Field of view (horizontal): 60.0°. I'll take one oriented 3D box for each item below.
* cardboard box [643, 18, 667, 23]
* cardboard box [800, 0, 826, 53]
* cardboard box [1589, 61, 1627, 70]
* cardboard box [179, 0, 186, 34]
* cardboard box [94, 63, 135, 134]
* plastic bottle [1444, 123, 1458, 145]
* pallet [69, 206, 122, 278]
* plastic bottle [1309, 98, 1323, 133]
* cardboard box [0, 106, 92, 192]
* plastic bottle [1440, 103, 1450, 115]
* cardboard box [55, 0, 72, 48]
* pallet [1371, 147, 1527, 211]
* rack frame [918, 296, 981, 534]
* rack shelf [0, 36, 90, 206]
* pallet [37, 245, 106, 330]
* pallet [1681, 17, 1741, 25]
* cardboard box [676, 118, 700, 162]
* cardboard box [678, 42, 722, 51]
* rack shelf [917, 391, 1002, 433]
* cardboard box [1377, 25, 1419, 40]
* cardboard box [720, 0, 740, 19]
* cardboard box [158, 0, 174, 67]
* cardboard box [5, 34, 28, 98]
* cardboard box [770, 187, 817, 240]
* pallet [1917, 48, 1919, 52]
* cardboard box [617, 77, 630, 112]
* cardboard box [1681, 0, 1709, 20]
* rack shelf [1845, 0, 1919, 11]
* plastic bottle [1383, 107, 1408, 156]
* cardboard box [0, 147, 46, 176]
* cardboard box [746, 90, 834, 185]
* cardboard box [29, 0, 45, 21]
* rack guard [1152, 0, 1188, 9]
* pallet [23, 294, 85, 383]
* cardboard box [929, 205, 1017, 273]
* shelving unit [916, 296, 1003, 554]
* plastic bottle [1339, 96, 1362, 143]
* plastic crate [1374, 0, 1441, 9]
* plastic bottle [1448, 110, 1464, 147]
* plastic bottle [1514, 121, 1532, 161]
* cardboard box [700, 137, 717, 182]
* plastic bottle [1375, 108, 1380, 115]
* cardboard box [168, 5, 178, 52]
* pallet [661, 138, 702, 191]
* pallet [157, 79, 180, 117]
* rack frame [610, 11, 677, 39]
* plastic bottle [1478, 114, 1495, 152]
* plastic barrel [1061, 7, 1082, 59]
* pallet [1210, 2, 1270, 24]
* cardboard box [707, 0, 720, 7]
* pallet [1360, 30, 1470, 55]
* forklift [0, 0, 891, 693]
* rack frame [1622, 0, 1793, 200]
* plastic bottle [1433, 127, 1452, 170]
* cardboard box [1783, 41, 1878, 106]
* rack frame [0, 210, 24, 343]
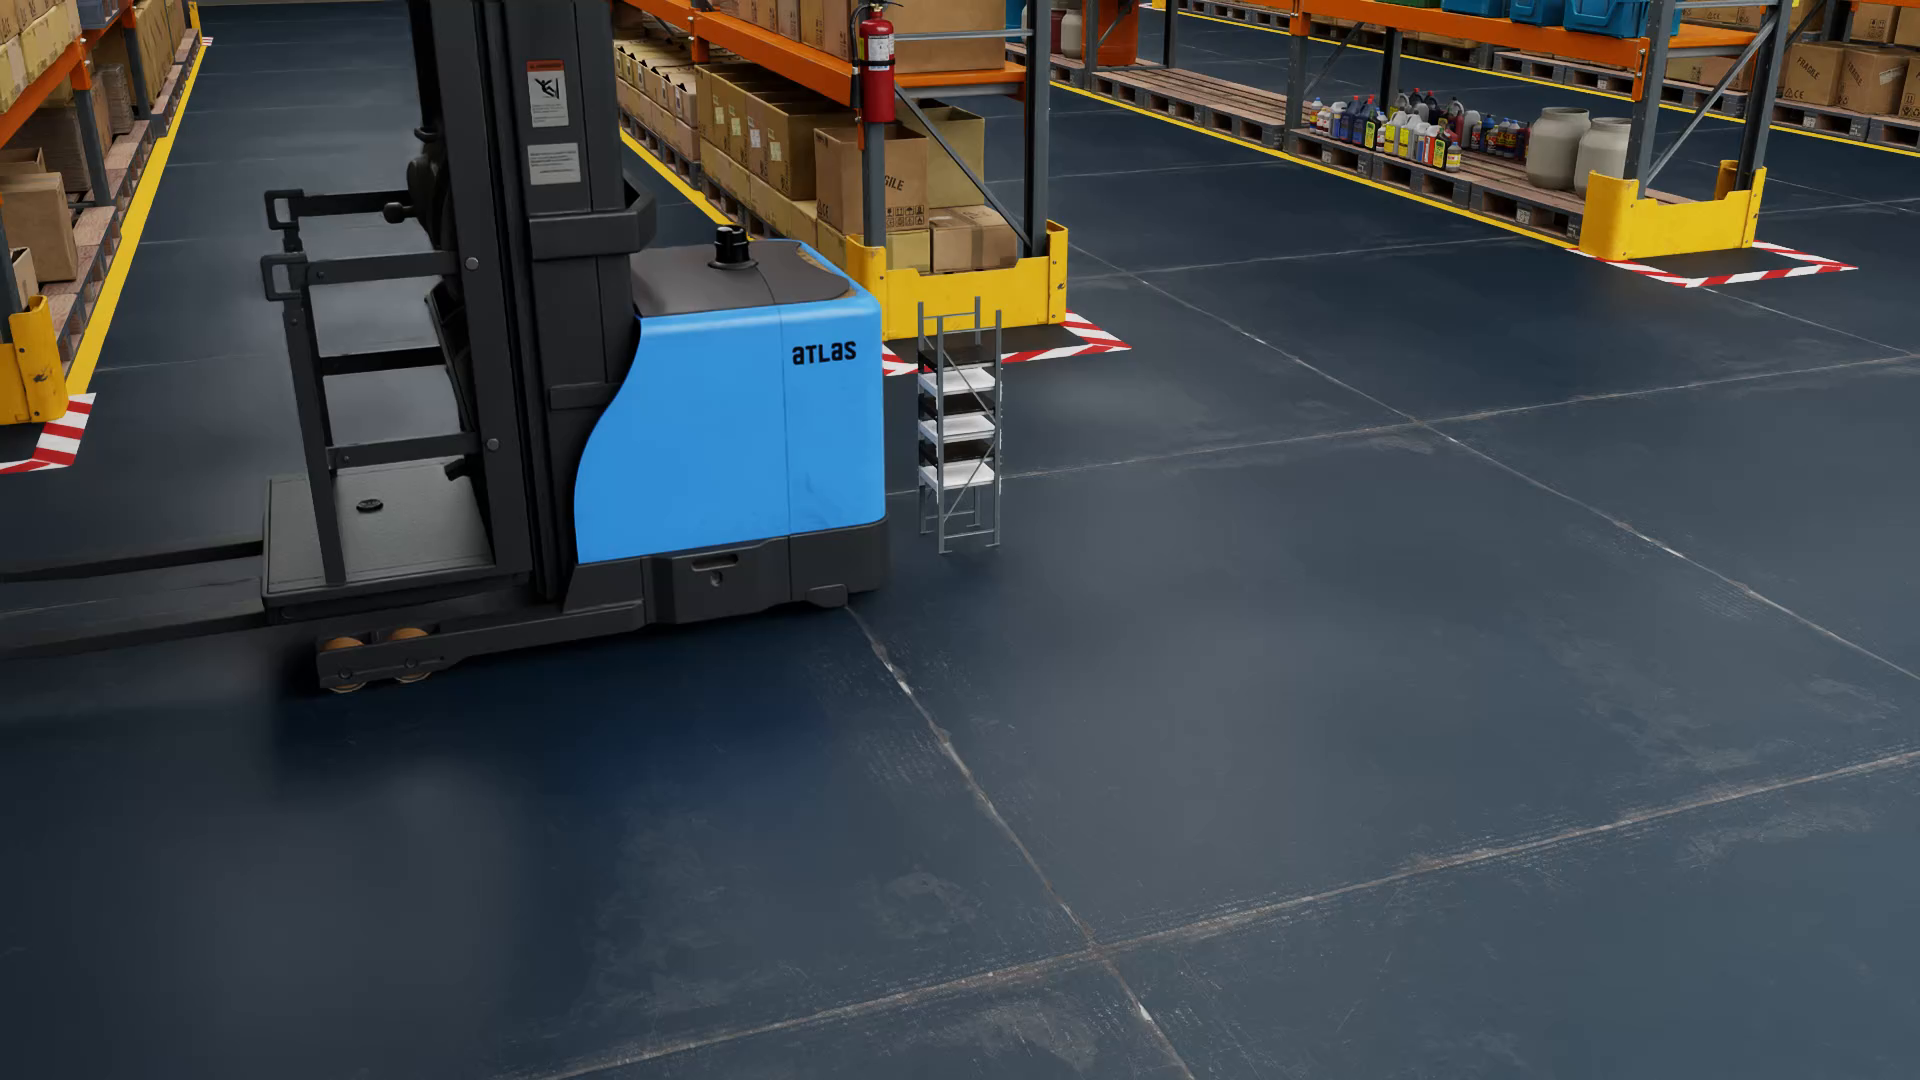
[{"bbox_3d":[-3.102,-5.098,17.135,0.500,0.500,0.500,-9,24,-20],"label":"cardboard box"},{"bbox_3d":[-0.532,-3.152,9.737,0.700,0.500,0.500,-8,24,-19],"label":"cardboard box"},{"bbox_3d":[7.094,-5.233,17.456,0.700,0.500,0.500,-6,24,-15],"label":"cardboard box"},{"bbox_3d":[-9.964,-6.497,20.479,0.700,0.500,0.500,-8,24,-19],"label":"cardboard box"},{"bbox_3d":[-7.175,-3.585,13.546,0.700,0.500,0.500,-8,24,-18],"label":"cardboard box"},{"bbox_3d":[3.593,-2.910,12.222,0.061,0.283,0.133,-8,24,-19],"label":"plastic bottle"},{"bbox_3d":[-5.795,-1.811,10.276,1.003,0.211,1.213,-8,24,-19],"label":"pallet"},{"bbox_3d":[2.905,-3.464,13.554,0.097,0.271,0.097,0,23,0],"label":"plastic bottle"},{"bbox_3d":[-6.341,-2.651,11.331,0.700,0.500,0.500,-7,24,-17],"label":"cardboard box"},{"bbox_3d":[3.864,-3.328,13.215,0.061,0.283,0.133,-7,24,-15],"label":"plastic bottle"},{"bbox_3d":[-5.446,-2.963,9.585,0.500,0.250,0.500,-8,24,-19],"label":"cardboard box"},{"bbox_3d":[3.836,-2.716,12.422,1.003,0.211,1.213,-8,24,-19],"label":"pallet"},{"bbox_3d":[-0.039,-0.455,6.170,0.240,0.900,0.006,-8,24,-19],"label":"rack frame"},{"bbox_3d":[-5.359,-2.277,8.717,1.077,0.370,4.000,-8,24,-19],"label":"rack shelf"},{"bbox_3d":[-5.360,-1.367,9.222,1.003,0.211,1.213,-8,24,-19],"label":"pallet"},{"bbox_3d":[10.397,-6.913,22.380,1.003,0.211,1.213,-8,24,-19],"label":"pallet"},{"bbox_3d":[-1.850,-3.054,12.633,0.500,0.250,0.500,-9,24,-20],"label":"cardboard box"},{"bbox_3d":[-2.240,-4.310,14.892,0.500,0.311,0.500,-9,24,-20],"label":"cardboard box"},{"bbox_3d":[-0.003,-0.470,6.060,0.258,0.077,0.200,-8,24,-19],"label":"rack shelf"},{"bbox_3d":[5.892,-6.621,20.291,1.225,0.875,0.875,-8,24,-19],"label":"cardboard box"},{"bbox_3d":[-1.270,-3.902,11.517,0.700,0.500,0.500,-9,24,-20],"label":"cardboard box"},{"bbox_3d":[-8.540,-5.227,17.016,0.750,0.750,0.750,-8,24,-18],"label":"cardboard box"},{"bbox_3d":[-4.724,-2.230,7.845,0.500,0.250,0.500,-9,25,-21],"label":"cardboard box"},{"bbox_3d":[-0.851,-2.005,10.145,0.500,0.250,0.500,-8,24,-19],"label":"cardboard box"},{"bbox_3d":[11.735,-5.447,18.902,1.003,0.211,1.213,-8,24,-19],"label":"pallet"},{"bbox_3d":[-2.757,-3.983,14.838,0.500,0.250,0.500,-9,24,-20],"label":"cardboard box"},{"bbox_3d":[10.085,-7.281,22.341,0.500,0.500,0.500,-8,24,-18],"label":"cardboard box"},{"bbox_3d":[8.543,-4.316,13.554,1.077,0.370,4.000,-8,24,-19],"label":"rack shelf"},{"bbox_3d":[3.317,-3.104,12.595,0.144,0.351,0.185,-9,24,-19],"label":"plastic bottle"},{"bbox_3d":[-5.661,-2.015,9.820,0.500,0.500,0.500,-10,25,-23],"label":"cardboard box"},{"bbox_3d":[-1.029,-2.532,10.430,0.500,0.500,0.500,-8,24,-19],"label":"cardboard box"},{"bbox_3d":[-5.075,-2.938,8.560,0.500,0.500,0.500,-8,24,-17],"label":"cardboard box"},{"bbox_3d":[3.589,-8.591,25.990,1.175,0.500,0.348,-8,24,-19],"label":"rack guard"},{"bbox_3d":[-4.933,-0.925,8.172,1.003,0.211,1.213,-8,24,-19],"label":"pallet"},{"bbox_3d":[-0.001,-1.715,9.456,0.500,0.250,0.500,-8,24,-19],"label":"cardboard box"},{"bbox_3d":[-0.003,-0.418,6.082,0.258,0.900,0.210,-8,24,-19],"label":"shelving unit"},{"bbox_3d":[3.100,-3.327,13.125,0.144,0.351,0.185,-8,24,-18],"label":"plastic bottle"},{"bbox_3d":[3.418,-4.065,12.306,0.450,0.188,0.662,-8,24,-19],"label":"plastic crate"},{"bbox_3d":[3.836,-3.190,12.887,0.061,0.283,0.133,-8,24,-19],"label":"plastic bottle"},{"bbox_3d":[4.204,-2.979,12.386,0.061,0.283,0.133,-8,24,-18],"label":"plastic bottle"},{"bbox_3d":[-1.552,-2.733,11.871,0.500,0.250,0.500,-8,24,-19],"label":"cardboard box"},{"bbox_3d":[3.264,-3.254,13.054,0.097,0.271,0.097,0,23,0],"label":"plastic bottle"},{"bbox_3d":[-9.234,-5.753,18.714,0.700,0.500,0.500,-9,24,-20],"label":"cardboard box"},{"bbox_3d":[-1.729,-2.994,13.081,1.003,0.211,1.213,-8,24,-19],"label":"pallet"},{"bbox_3d":[-8.114,-4.243,16.046,1.003,0.211,1.213,-8,24,-19],"label":"pallet"},{"bbox_3d":[-2.845,-5.470,15.366,1.000,3.000,0.127,-8,24,-19],"label":"rack frame"},{"bbox_3d":[4.039,-3.123,12.744,0.097,0.271,0.097,0,23,0],"label":"plastic bottle"},{"bbox_3d":[1.318,-5.564,18.250,0.421,0.512,0.421,0,23,0],"label":"plastic barrel"},{"bbox_3d":[4.380,-7.727,24.312,1.003,0.211,1.213,-8,24,-19],"label":"pallet"},{"bbox_3d":[-1.647,-4.120,12.357,0.500,0.250,0.500,-7,24,-16],"label":"cardboard box"},{"bbox_3d":[5.788,-6.282,20.883,1.003,0.211,1.213,-8,24,-19],"label":"pallet"},{"bbox_3d":[-1.812,-1.111,5.112,3.031,2.935,1.130,-8,24,-19],"label":"forklift"},{"bbox_3d":[4.616,-3.241,10.078,1.000,3.000,0.127,-8,24,-19],"label":"rack frame"},{"bbox_3d":[3.499,-2.839,12.056,0.061,0.283,0.133,-8,24,-18],"label":"plastic bottle"},{"bbox_3d":[7.940,-4.265,15.185,0.500,0.500,0.500,-9,25,-21],"label":"cardboard box"},{"bbox_3d":[-4.652,-1.882,6.853,1.000,3.000,0.127,-8,24,-19],"label":"rack frame"}]
